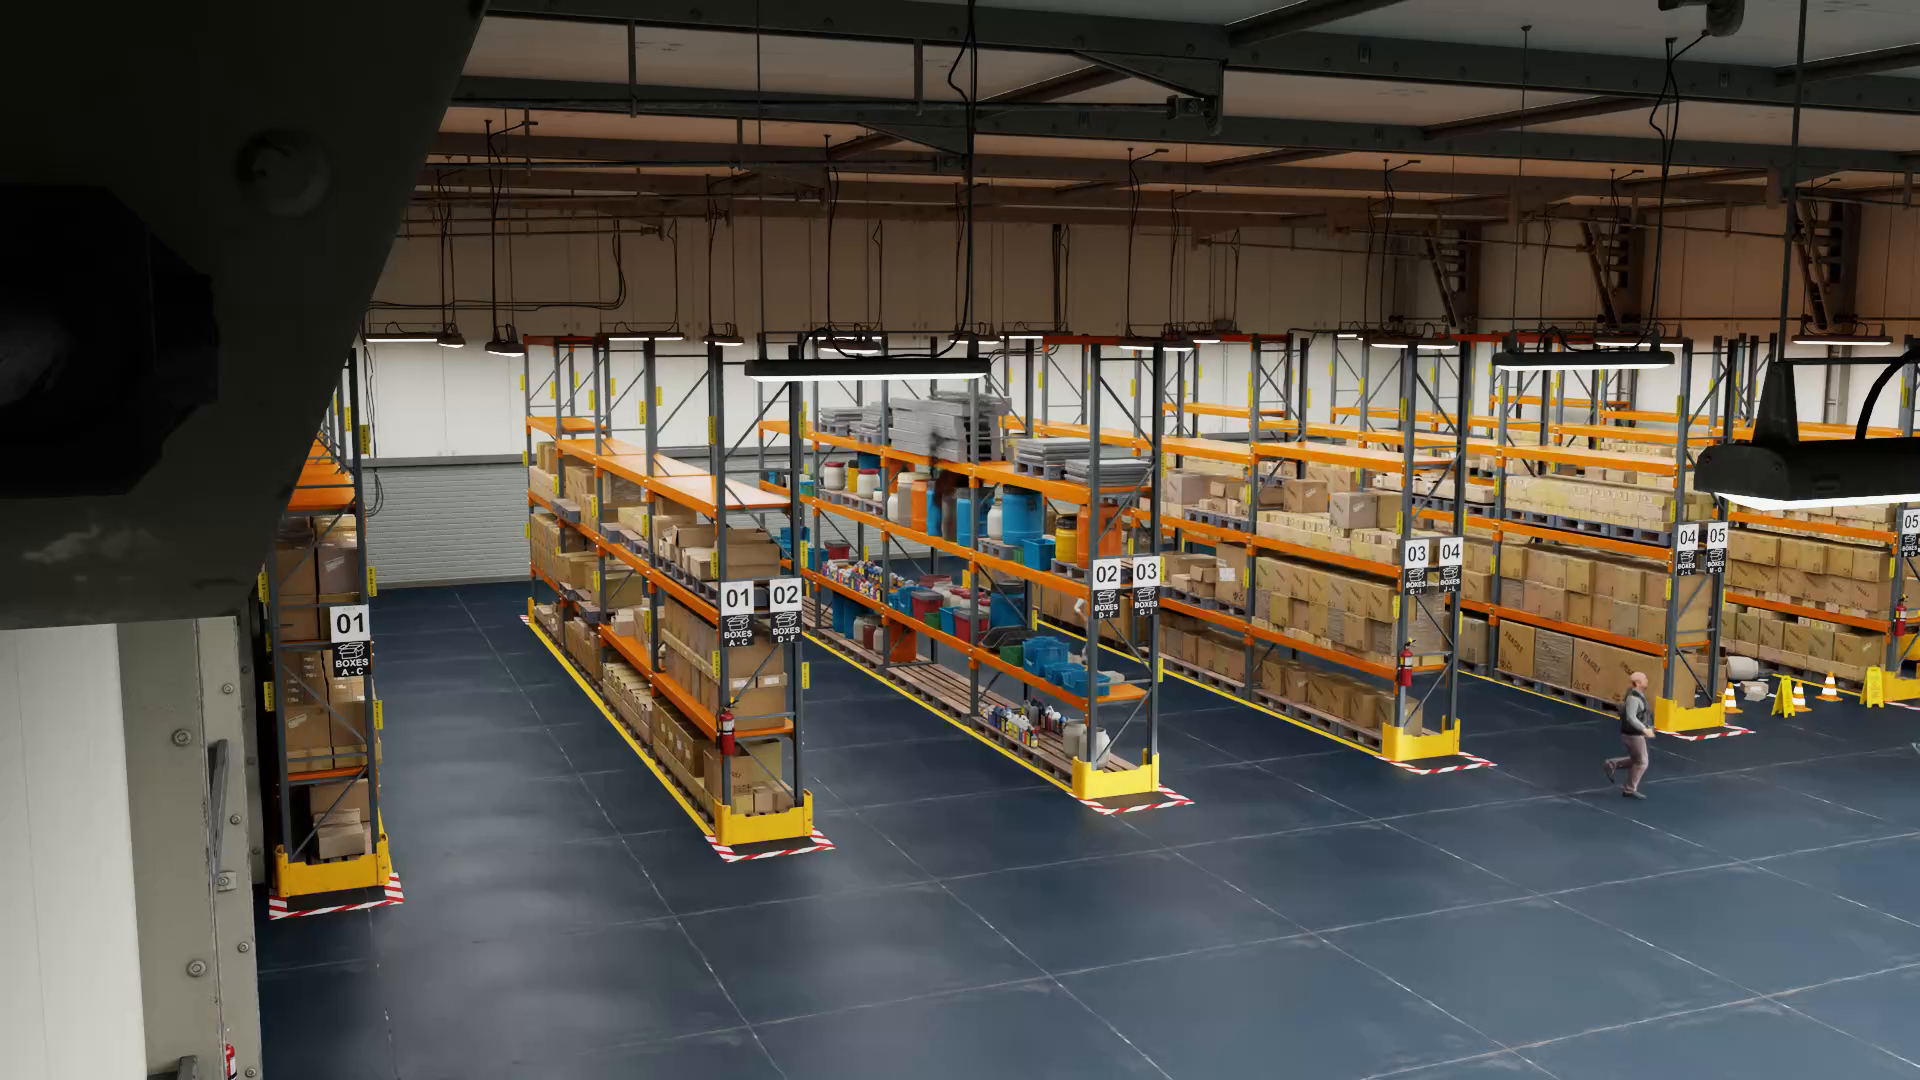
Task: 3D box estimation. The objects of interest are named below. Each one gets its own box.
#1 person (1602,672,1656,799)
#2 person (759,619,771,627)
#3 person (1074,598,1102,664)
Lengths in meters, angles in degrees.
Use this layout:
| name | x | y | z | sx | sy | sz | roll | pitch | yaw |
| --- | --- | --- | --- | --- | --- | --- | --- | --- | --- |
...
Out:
| name | x | y | z | sx | sy | sz | roll | pitch | yaw |
| --- | --- | --- | --- | --- | --- | --- | --- | --- | --- |
| person | 8.884 | 2.574 | 22.073 | 0.649 | 1.695 | 0.683 | 3 | 8 | 21 |
| person | -3.418 | 1.566 | 29.472 | 0.577 | 1.659 | 0.955 | -5 | 9 | -35 |
| person | 2.421 | 1.527 | 30.284 | 0.527 | 1.559 | 0.550 | -4 | 9 | -27 |
